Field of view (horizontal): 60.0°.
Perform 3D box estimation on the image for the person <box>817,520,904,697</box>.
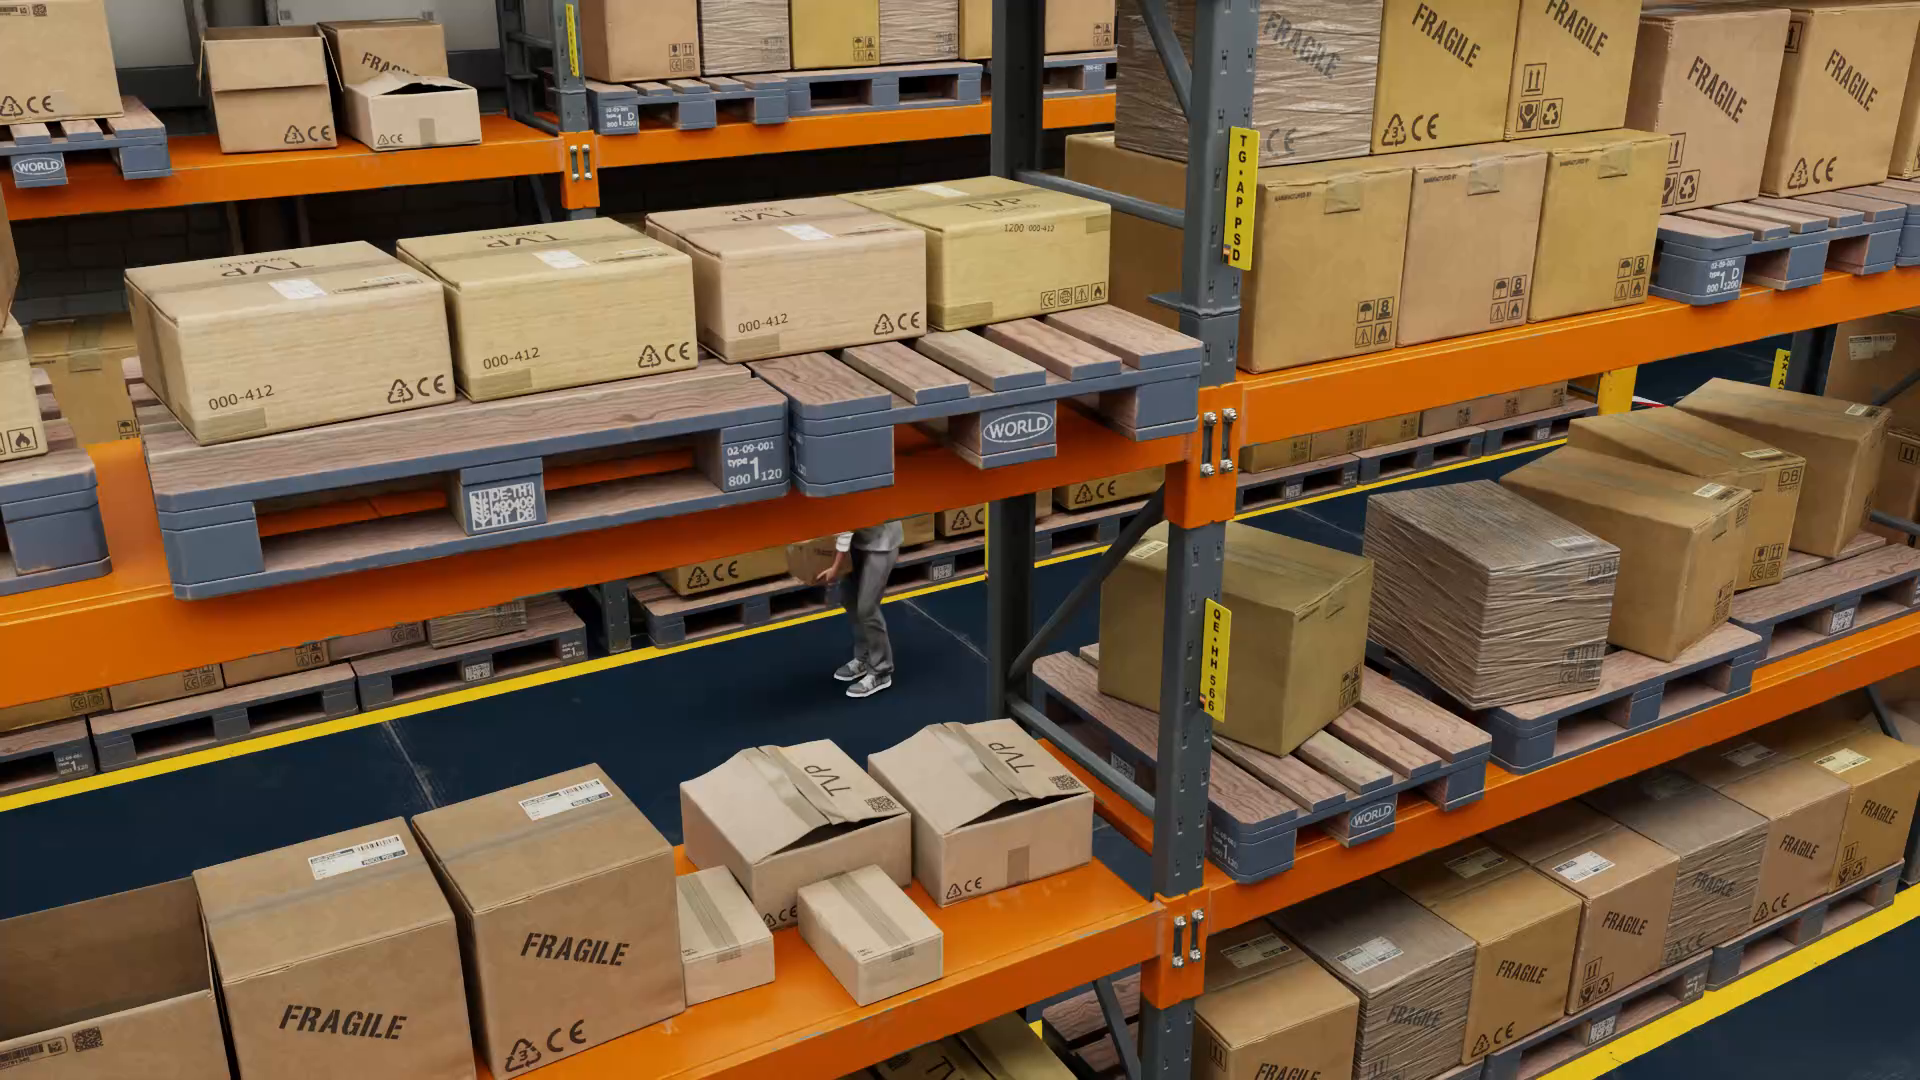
[{"bbox_3d":[-0.552,0.063,8.530,0.541,1.541,0.373,-13,25,-29],"label":"person"}]
